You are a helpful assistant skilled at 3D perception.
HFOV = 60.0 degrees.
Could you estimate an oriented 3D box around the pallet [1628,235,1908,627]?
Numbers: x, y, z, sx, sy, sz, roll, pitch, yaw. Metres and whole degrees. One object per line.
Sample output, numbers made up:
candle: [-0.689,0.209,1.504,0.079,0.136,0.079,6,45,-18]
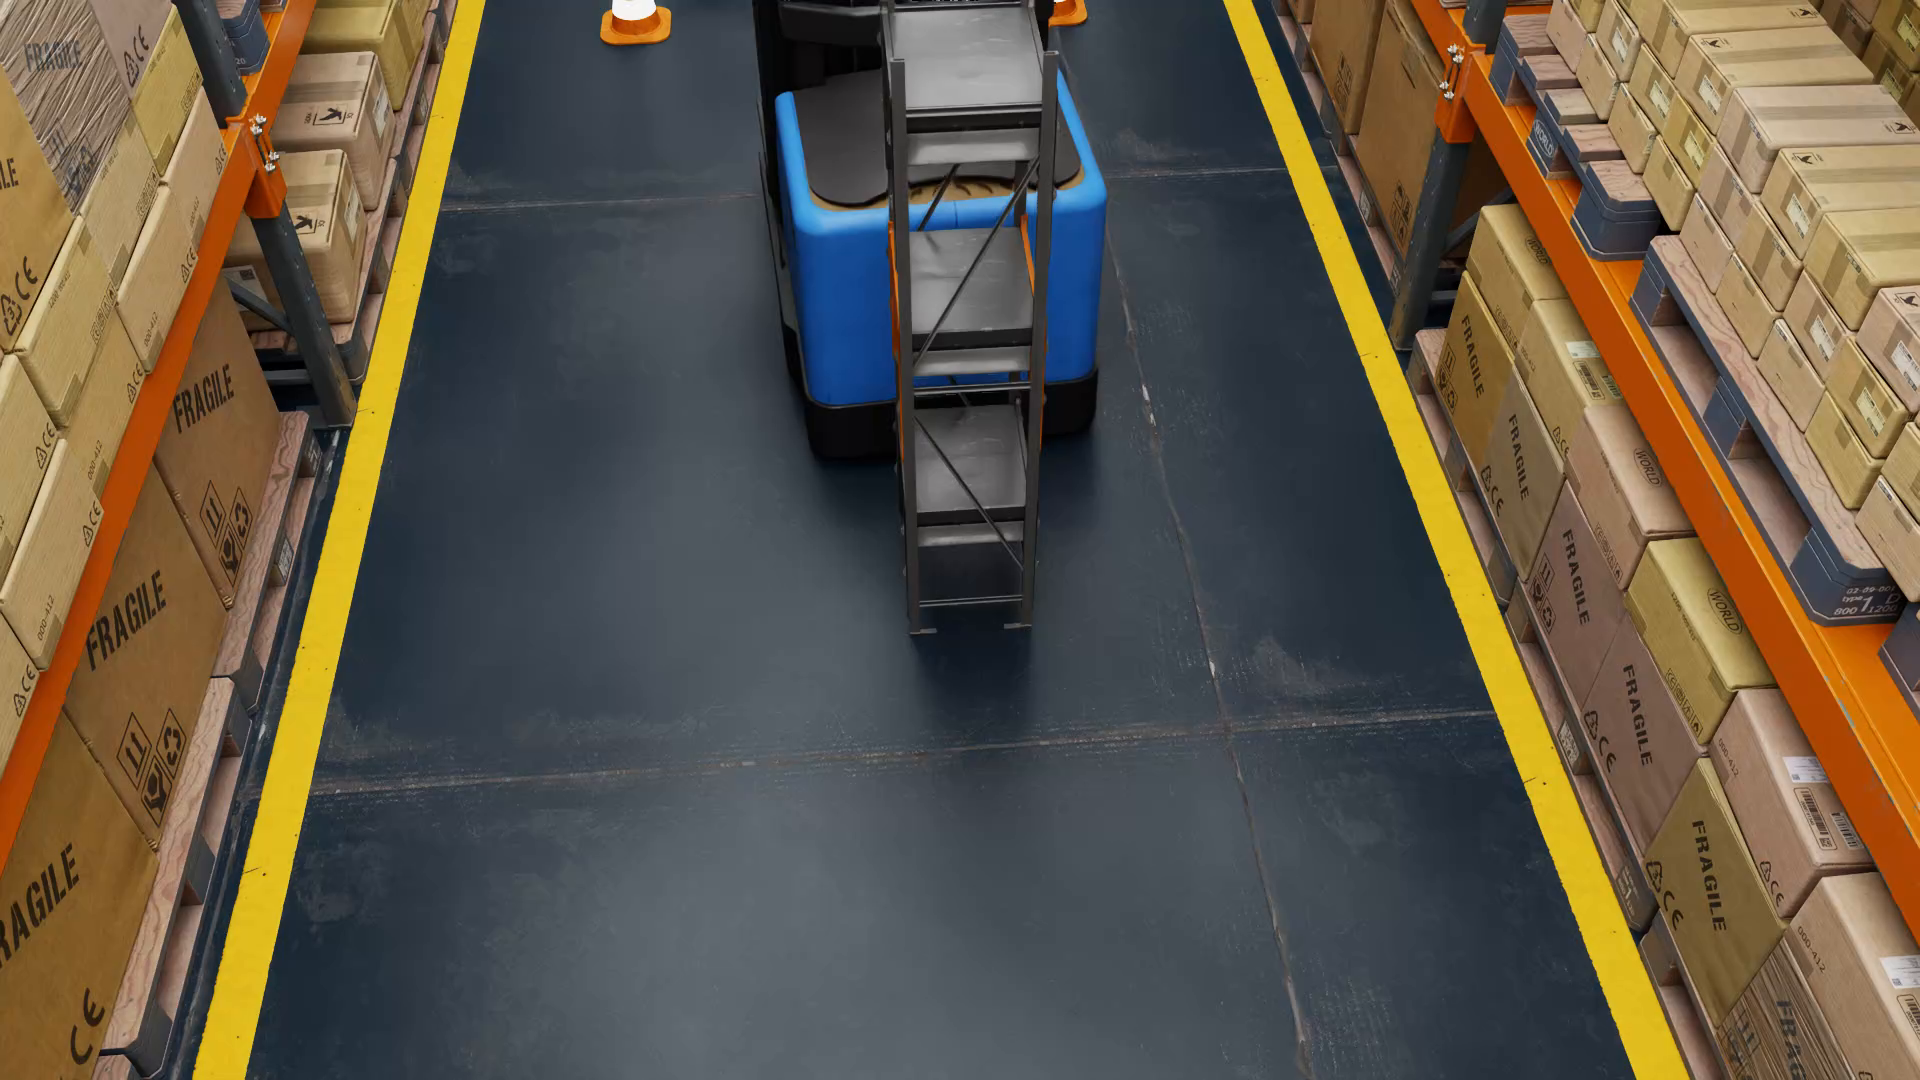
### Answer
pallet: [2.386,-0.335,4.134,1.003,0.211,1.213,-3,47,-3]

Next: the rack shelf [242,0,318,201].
rack shelf: [-2.913,-2.657,6.695,1.077,0.370,4.000,-3,47,-3]

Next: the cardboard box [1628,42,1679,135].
cardboard box: [2.070,-1.240,4.538,0.380,0.149,0.250,-5,47,-5]

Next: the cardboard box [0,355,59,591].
cardboard box: [-2.298,-0.127,3.563,0.500,0.250,0.500,-5,47,-4]

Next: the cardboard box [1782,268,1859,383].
cardboard box: [2.155,-0.503,3.839,0.380,0.149,0.250,-2,47,-2]

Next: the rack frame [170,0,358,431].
rack frame: [-2.745,-1.457,5.064,1.000,3.000,0.127,-3,47,-3]

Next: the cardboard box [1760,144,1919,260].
cardboard box: [2.136,-0.796,3.912,0.380,0.149,0.250,-2,47,-2]

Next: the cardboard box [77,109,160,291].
cardboard box: [-2.405,-0.871,4.268,0.500,0.250,0.500,-5,47,-4]

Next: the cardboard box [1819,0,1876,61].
cardboard box: [2.698,-1.468,4.754,0.380,0.149,0.250,-2,47,-2]

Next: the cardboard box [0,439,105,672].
cardboard box: [-2.289,0.046,3.744,0.500,0.250,0.500,-4,47,-4]

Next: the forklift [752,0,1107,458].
forklift: [-0.254,-2.385,5.990,1.130,2.935,3.031,-7,47,-6]

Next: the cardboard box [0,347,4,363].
cardboard box: [-2.320,-0.380,3.286,0.500,0.500,0.500,-4,47,-4]

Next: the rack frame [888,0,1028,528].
rack frame: [-0.007,-0.779,5.041,0.400,2.100,0.015,-3,47,-3]

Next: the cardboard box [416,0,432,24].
cardboard box: [-2.970,-2.692,7.755,0.950,0.372,0.625,-1,47,-1]

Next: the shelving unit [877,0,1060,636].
shelving unit: [0.014,-0.602,4.874,0.431,2.100,0.503,-3,47,-3]

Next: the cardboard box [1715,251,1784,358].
cardboard box: [2.128,-0.594,4.130,0.380,0.149,0.250,-3,47,-3]

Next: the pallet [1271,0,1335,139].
pallet: [2.089,-2.328,7.809,1.003,0.211,1.213,-3,47,-3]

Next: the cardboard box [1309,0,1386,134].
cardboard box: [2.141,-2.280,7.104,1.050,0.750,0.750,-3,47,-3]

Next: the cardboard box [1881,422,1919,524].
cardboard box: [2.195,-0.129,3.485,0.380,0.149,0.250,-6,47,-5]

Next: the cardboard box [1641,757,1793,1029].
cardboard box: [2.158,0.887,4.276,0.500,0.500,0.500,-4,47,-4]

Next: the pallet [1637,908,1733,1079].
pallet: [2.447,1.459,4.223,1.003,0.211,1.213,-3,47,-3]

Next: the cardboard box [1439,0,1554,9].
cardboard box: [1.874,-2.175,5.675,0.500,0.500,0.500,-3,47,-3]

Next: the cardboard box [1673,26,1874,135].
cardboard box: [2.088,-1.184,4.279,0.380,0.149,0.250,-5,47,-5]

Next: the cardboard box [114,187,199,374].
cardboard box: [-2.386,-0.686,4.438,0.500,0.250,0.500,-3,47,-3]

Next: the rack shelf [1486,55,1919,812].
rack shelf: [2.347,-0.204,4.238,0.919,0.124,3.809,-3,47,-3]

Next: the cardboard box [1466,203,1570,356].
cardboard box: [1.996,-0.860,5.414,0.500,0.250,0.500,-5,47,-5]

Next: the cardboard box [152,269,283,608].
cardboard box: [-2.770,-0.366,5.205,0.875,0.875,0.875,-4,47,-4]

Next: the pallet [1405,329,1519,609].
pallet: [2.243,-0.307,5.895,1.003,0.211,1.213,-3,47,-3]

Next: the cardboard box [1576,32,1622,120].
cardboard box: [2.038,-1.359,4.855,0.380,0.149,0.250,-1,47,-1]

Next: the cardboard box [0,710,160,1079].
cardboard box: [-2.625,0.927,3.981,0.875,0.875,0.875,-2,47,-2]

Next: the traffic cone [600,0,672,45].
traffic cone: [-1.581,-2.667,7.957,0.336,0.463,0.334,-3,47,-3]

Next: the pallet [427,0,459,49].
pallet: [-3.013,-2.829,8.284,1.003,0.211,1.213,-3,47,-3]

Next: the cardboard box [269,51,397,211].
cardboard box: [-2.852,-1.640,6.758,0.950,0.372,0.625,-4,47,-4]

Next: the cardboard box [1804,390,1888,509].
cardboard box: [2.171,-0.212,3.769,0.380,0.149,0.250,-2,47,-2]

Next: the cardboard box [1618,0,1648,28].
cardboard box: [2.050,-1.553,4.629,0.380,0.149,0.250,-5,47,-4]

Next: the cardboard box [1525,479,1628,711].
cardboard box: [2.077,0.146,4.978,0.500,0.500,0.500,-5,47,-4]

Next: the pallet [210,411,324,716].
pallet: [-2.754,0.077,5.532,1.003,0.211,1.213,-3,47,-3]

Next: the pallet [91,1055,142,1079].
pallet: [-2.550,1.842,3.860,1.003,0.211,1.213,-3,47,-3]

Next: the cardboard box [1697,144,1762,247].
cardboard box: [2.111,-0.877,4.194,0.380,0.149,0.250,-3,47,-3]

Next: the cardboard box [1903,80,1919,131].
cardboard box: [2.743,-1.097,4.402,0.380,0.149,0.250,-3,47,-3]

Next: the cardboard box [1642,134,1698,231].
cardboard box: [2.085,-0.968,4.485,0.380,0.149,0.250,-2,47,-1]

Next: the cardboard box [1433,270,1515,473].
cardboard box: [1.984,-0.588,5.674,0.500,0.500,0.500,-5,47,-5]

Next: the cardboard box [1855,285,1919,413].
cardboard box: [2.178,-0.421,3.557,0.380,0.149,0.250,-5,47,-5]

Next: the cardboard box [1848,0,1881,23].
cardboard box: [2.696,-1.585,4.659,0.380,0.149,0.250,-4,47,-4]

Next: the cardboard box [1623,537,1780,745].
cardboard box: [2.112,0.243,4.370,0.500,0.250,0.500,-5,47,-5]

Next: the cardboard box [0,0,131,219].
cardboard box: [-2.390,-1.106,3.974,0.500,0.500,0.500,-3,47,-3]

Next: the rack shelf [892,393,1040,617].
rack shelf: [0.014,-0.112,5.392,0.431,0.518,0.480,-3,47,-3]
